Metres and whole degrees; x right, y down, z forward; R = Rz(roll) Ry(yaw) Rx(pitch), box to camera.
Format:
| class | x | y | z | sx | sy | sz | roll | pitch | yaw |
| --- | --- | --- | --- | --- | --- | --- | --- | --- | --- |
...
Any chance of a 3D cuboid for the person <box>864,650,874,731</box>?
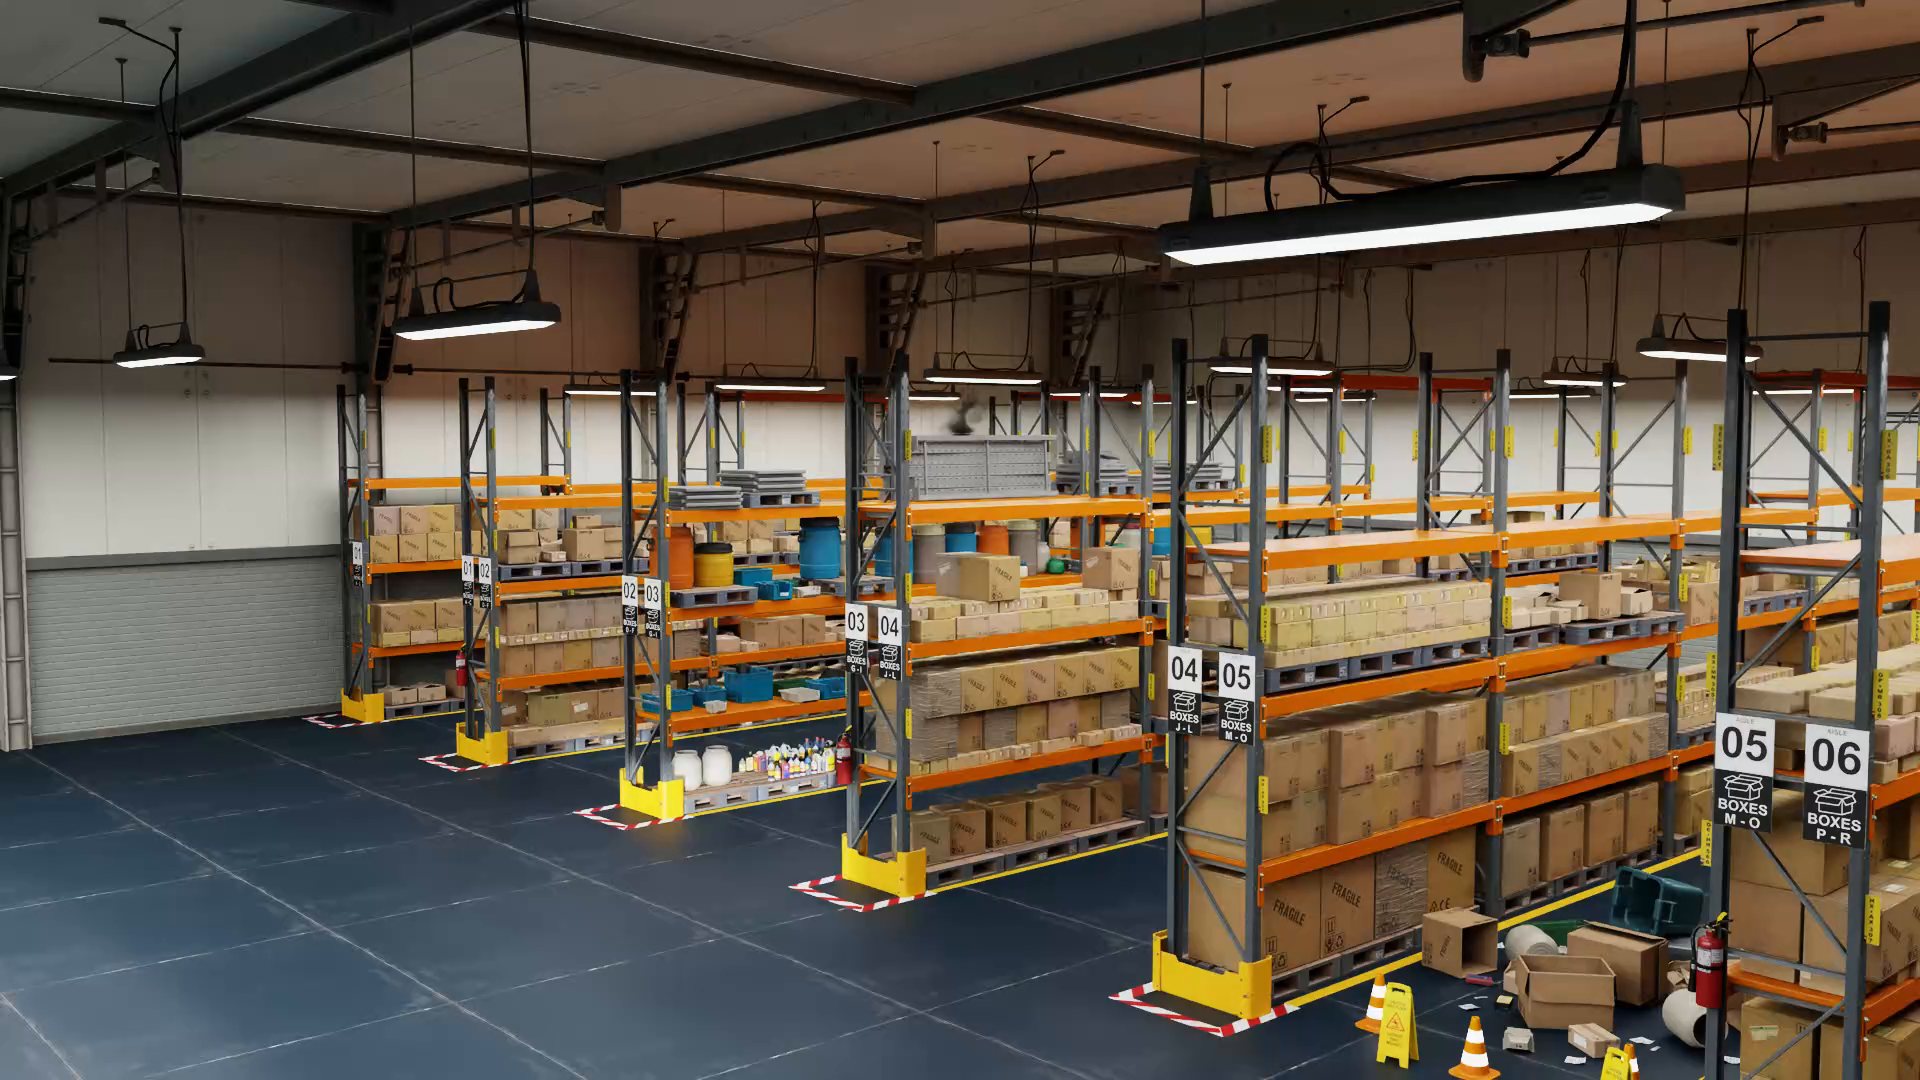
| class | x | y | z | sx | sy | sz | roll | pitch | yaw |
| --- | --- | --- | --- | --- | --- | --- | --- | --- | --- |
| person | -1.611 | 2.457 | 27.982 | 0.707 | 1.763 | 0.693 | 3 | 5 | 39 |

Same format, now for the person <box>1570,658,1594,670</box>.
| class | x | y | z | sx | sy | sz | roll | pitch | yaw |
| --- | --- | --- | --- | --- | --- | --- | --- | --- | --- |
| person | 9.911 | 2.583 | 26.130 | 1.104 | 1.741 | 0.725 | -3 | 5 | -34 |

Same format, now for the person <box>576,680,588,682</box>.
| class | x | y | z | sx | sy | sz | roll | pitch | yaw |
| --- | --- | --- | --- | --- | --- | --- | --- | --- | --- |
| person | -6.621 | 2.427 | 29.428 | 0.543 | 1.576 | 0.877 | 3 | 5 | 39 |
